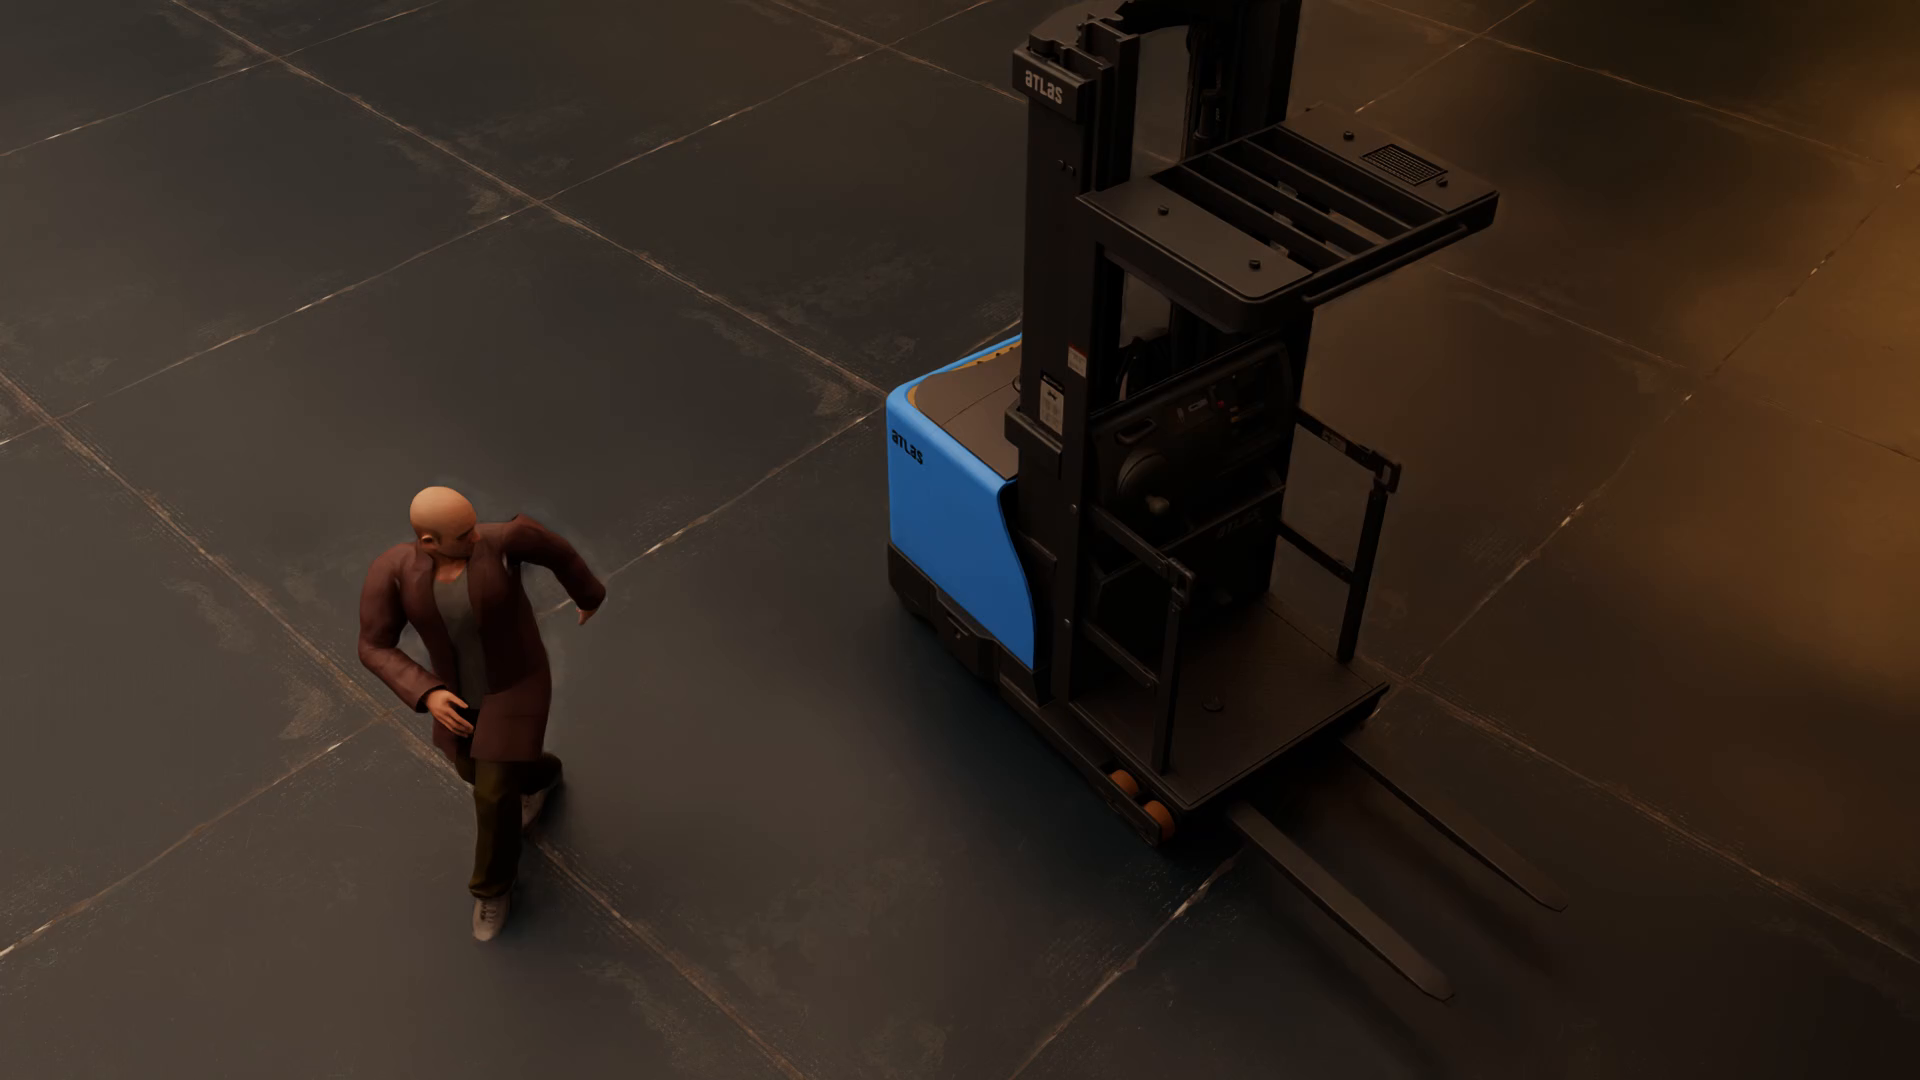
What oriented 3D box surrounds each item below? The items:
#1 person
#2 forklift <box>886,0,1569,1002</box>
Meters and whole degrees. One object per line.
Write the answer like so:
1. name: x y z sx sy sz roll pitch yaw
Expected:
1. person: -1.652 0.524 5.800 0.628 1.761 0.963 7 41 8
2. forklift: 0.969 -0.322 5.803 1.130 2.935 3.031 -26 47 -27
